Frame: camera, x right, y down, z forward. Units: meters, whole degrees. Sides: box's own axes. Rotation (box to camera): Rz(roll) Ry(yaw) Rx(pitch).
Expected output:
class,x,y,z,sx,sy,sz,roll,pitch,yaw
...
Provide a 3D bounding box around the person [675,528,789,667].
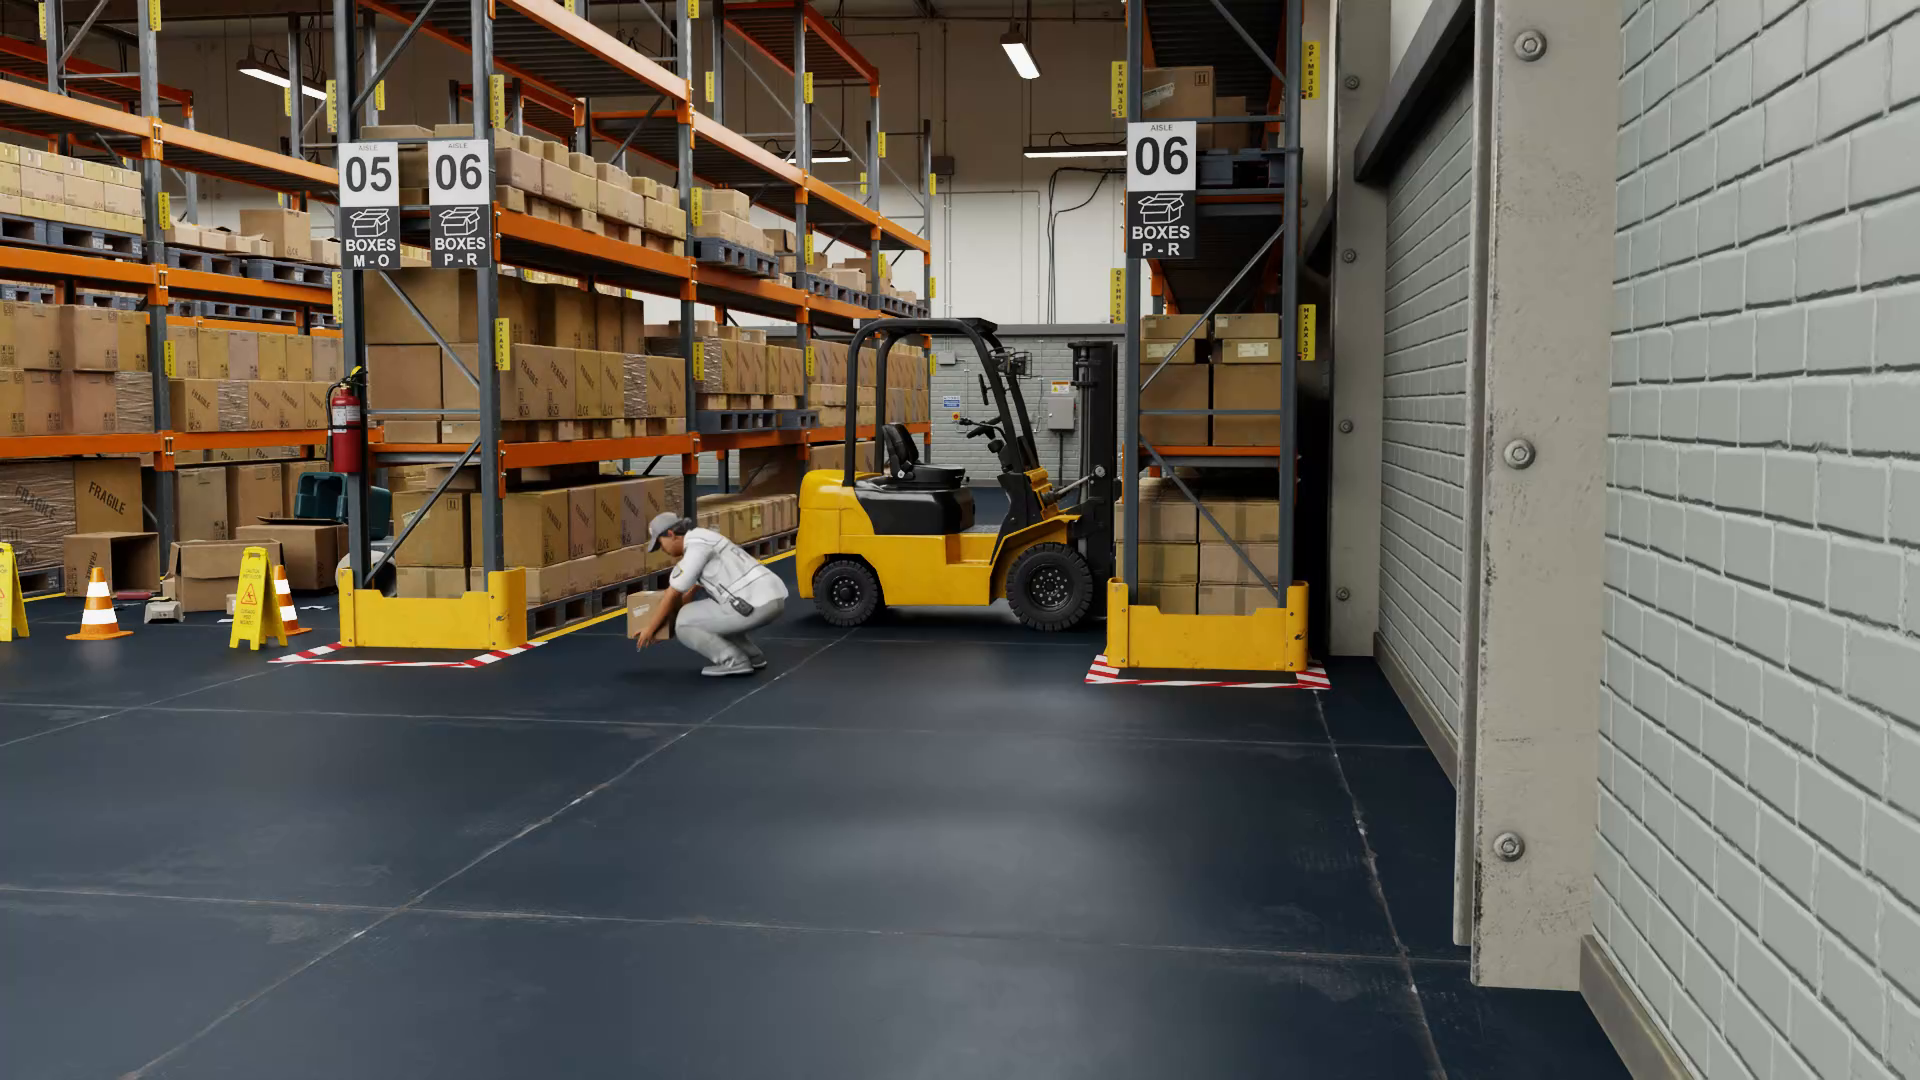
class,x,y,z,sx,sy,sz,roll,pitch,yaw
person,-1.313,0.335,9.659,0.600,0.812,0.522,1,5,8
